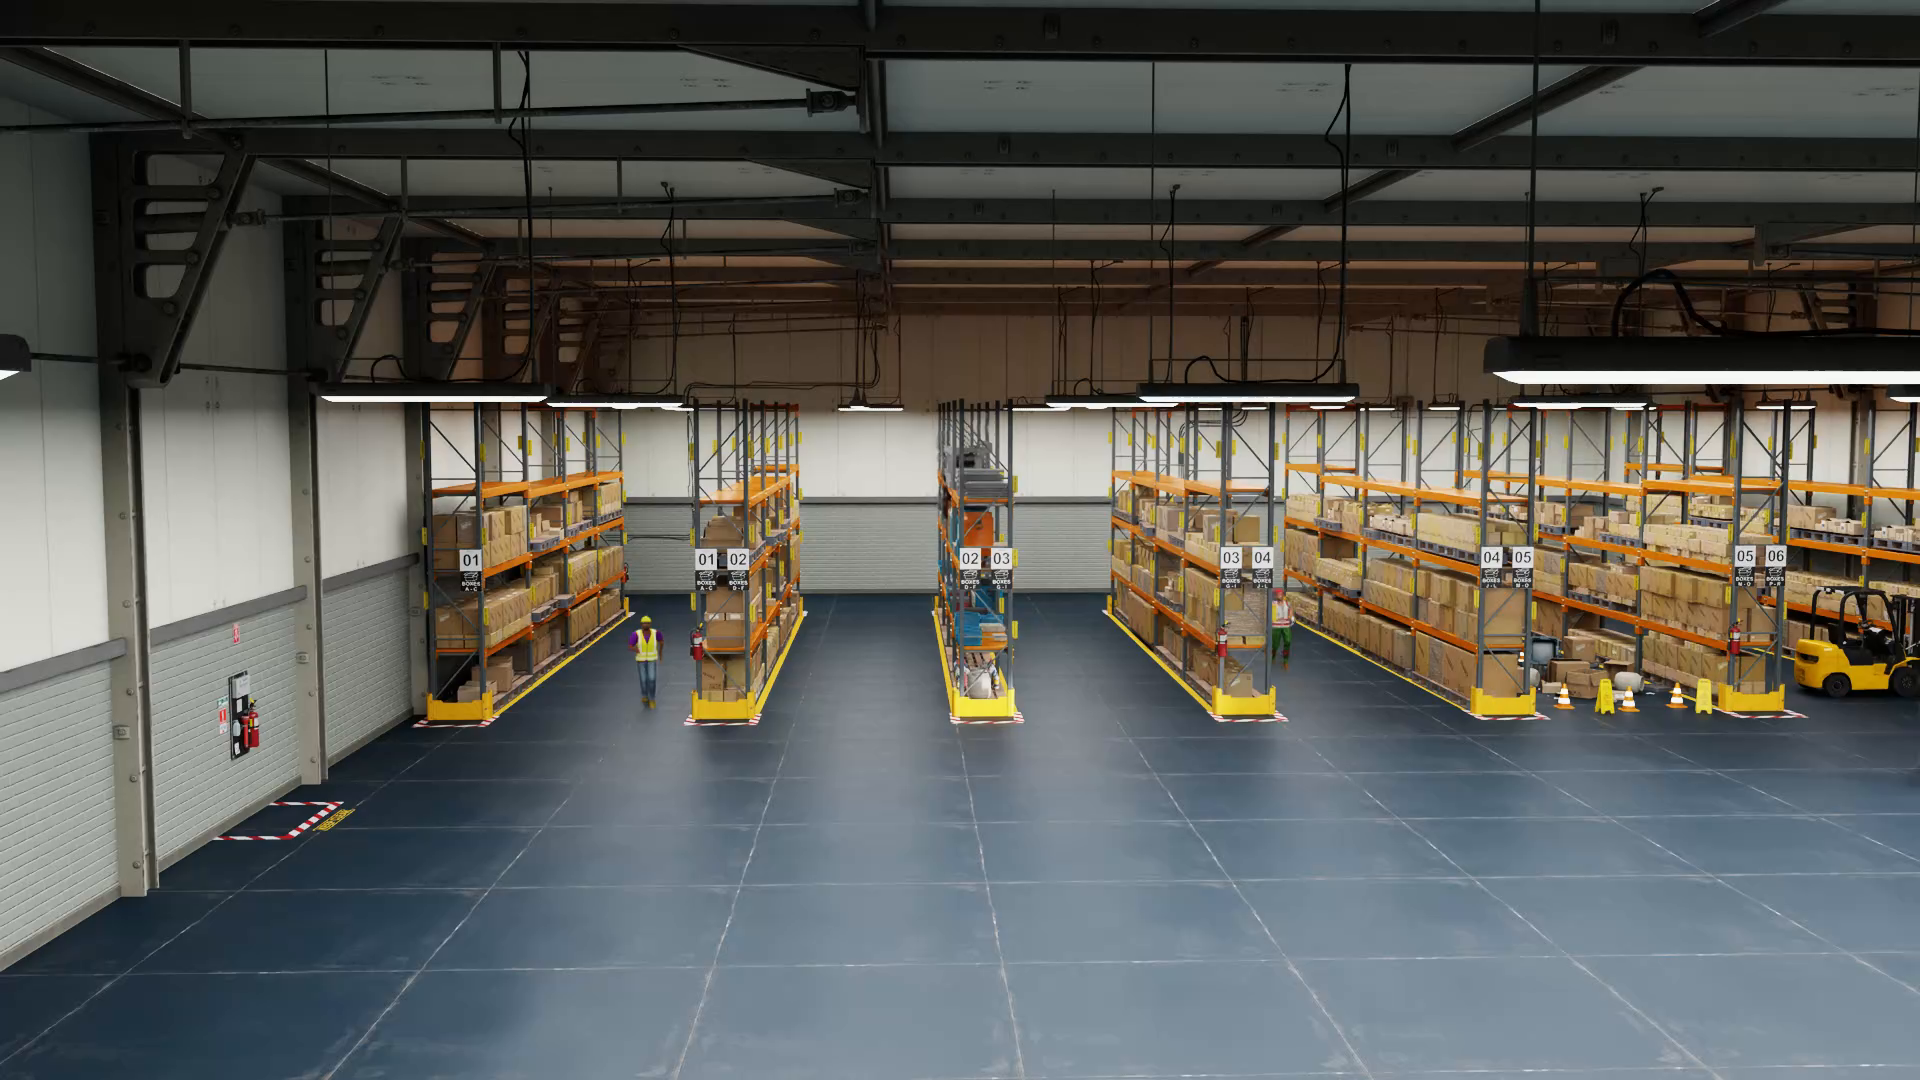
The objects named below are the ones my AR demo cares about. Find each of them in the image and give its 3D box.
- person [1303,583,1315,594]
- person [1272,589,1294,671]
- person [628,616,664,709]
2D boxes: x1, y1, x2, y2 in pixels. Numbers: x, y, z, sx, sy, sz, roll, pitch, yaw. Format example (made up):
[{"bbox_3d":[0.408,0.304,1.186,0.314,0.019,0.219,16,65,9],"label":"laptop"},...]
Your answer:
[{"bbox_3d":[10.350,1.160,48.872,0.555,1.712,0.731,2,5,20],"label":"person"},{"bbox_3d":[7.227,1.999,37.417,0.669,1.812,0.872,0,4,-4],"label":"person"},{"bbox_3d":[-6.135,2.392,32.475,0.680,1.824,0.759,-1,4,-9],"label":"person"}]
